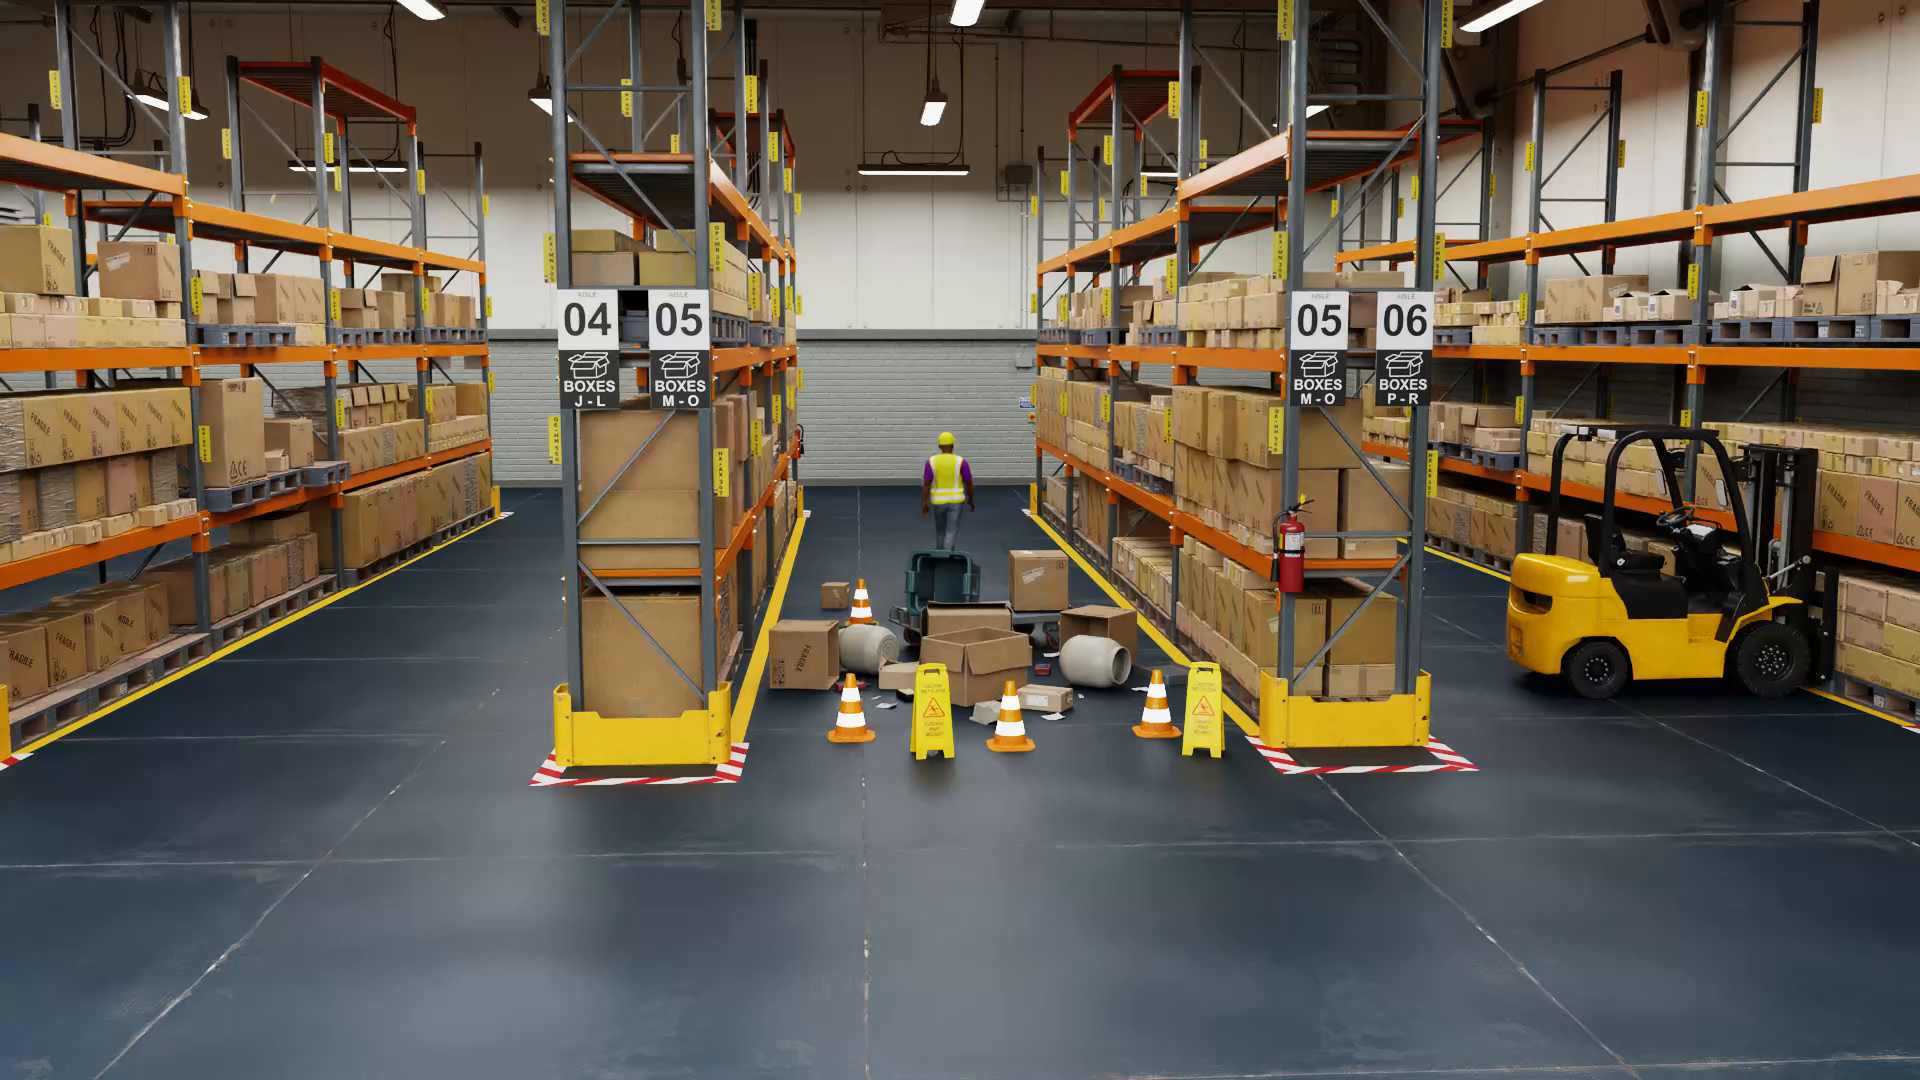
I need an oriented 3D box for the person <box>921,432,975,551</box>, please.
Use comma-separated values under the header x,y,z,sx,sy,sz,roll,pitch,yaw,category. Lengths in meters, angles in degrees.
x,y,z,sx,sy,sz,roll,pitch,yaw,category
-0.125,-0.472,20.482,0.613,1.732,0.929,1,7,12,person
